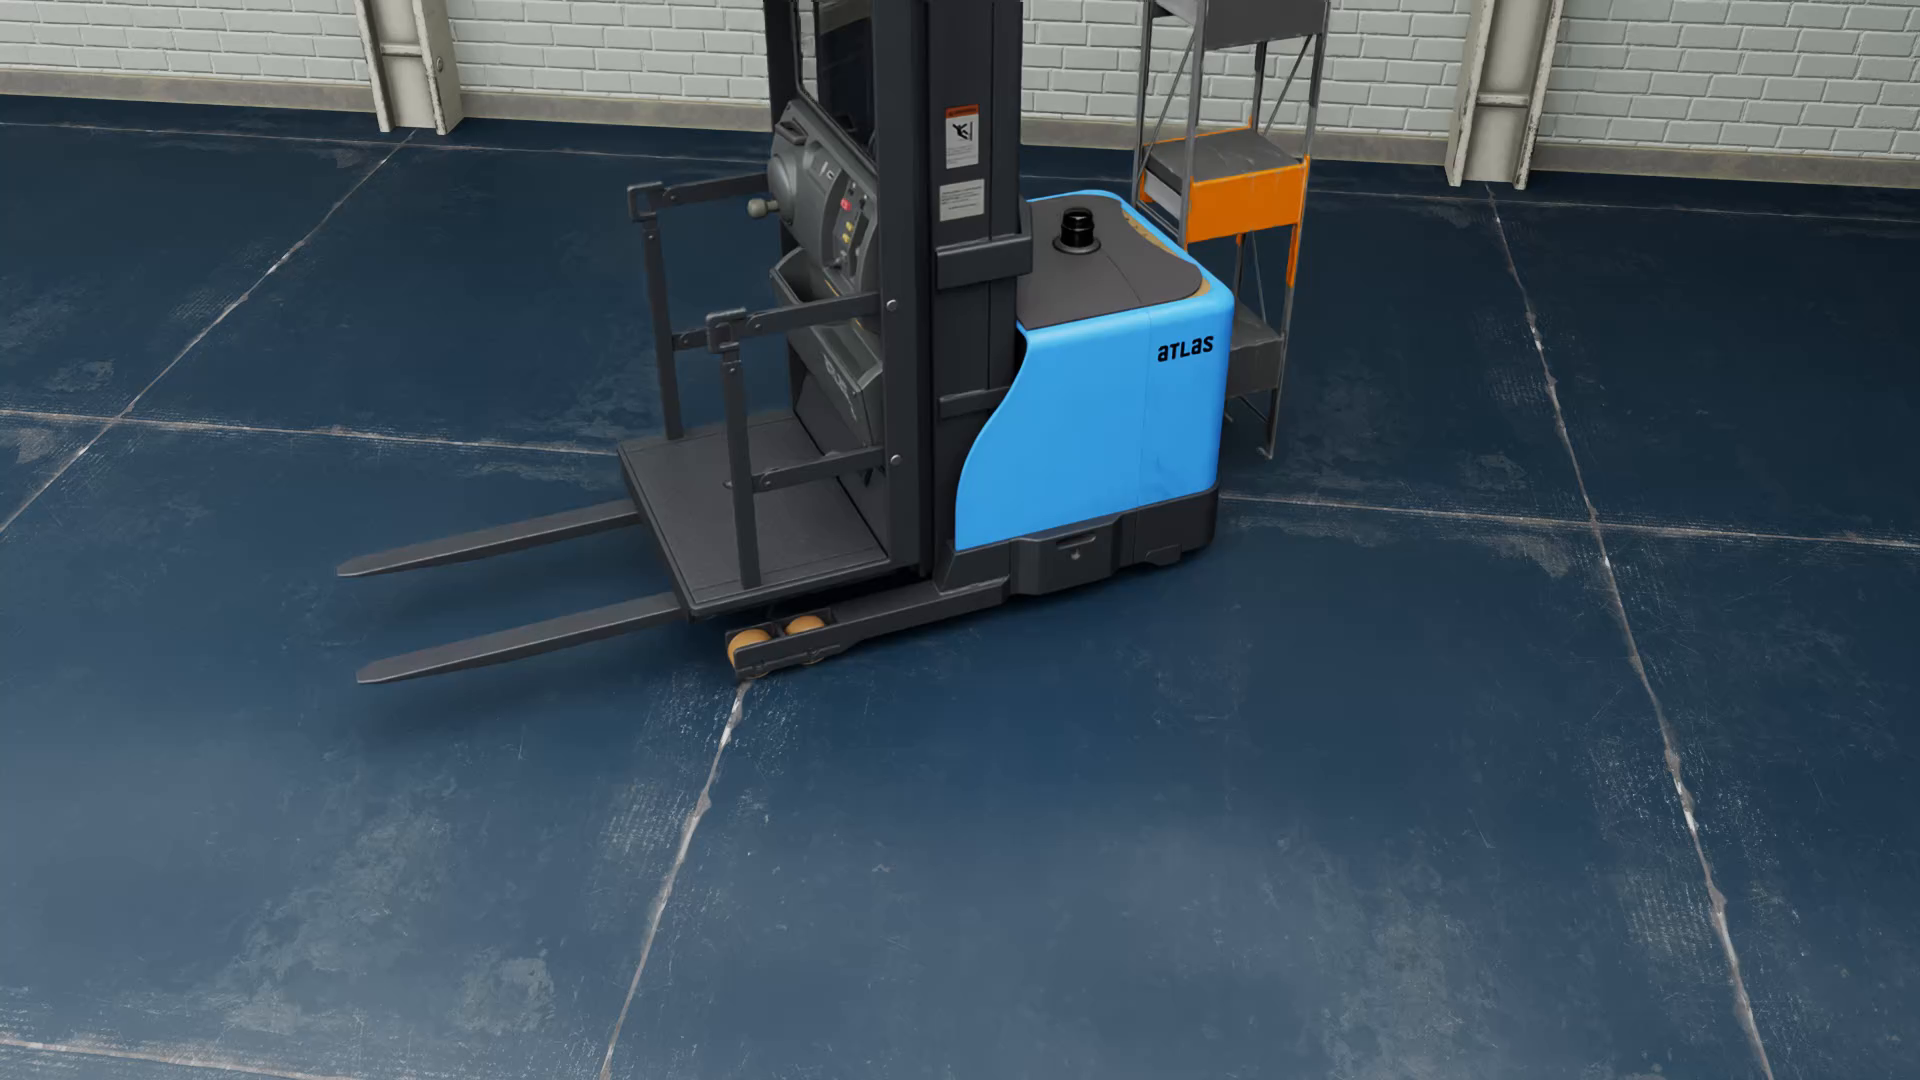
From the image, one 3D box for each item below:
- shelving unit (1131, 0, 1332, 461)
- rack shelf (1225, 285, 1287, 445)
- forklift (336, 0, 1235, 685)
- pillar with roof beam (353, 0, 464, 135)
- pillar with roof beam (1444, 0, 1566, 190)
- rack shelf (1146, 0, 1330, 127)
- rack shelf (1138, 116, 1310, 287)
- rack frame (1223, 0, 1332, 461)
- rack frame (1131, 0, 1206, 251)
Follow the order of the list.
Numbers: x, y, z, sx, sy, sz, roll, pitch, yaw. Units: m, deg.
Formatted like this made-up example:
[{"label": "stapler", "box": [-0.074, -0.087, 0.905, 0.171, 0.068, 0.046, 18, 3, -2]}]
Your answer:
[{"label": "shelving unit", "box": [0.951, -1.229, 6.165, 0.503, 2.100, 0.431, -13, 38, -18]}, {"label": "rack shelf", "box": [0.951, -0.649, 6.580, 0.480, 0.518, 0.431, -13, 38, -18]}, {"label": "forklift", "box": [-0.625, -1.075, 5.234, 3.031, 2.935, 1.130, -13, 38, -18]}, {"label": "pillar with roof beam", "box": [-3.658, -3.599, 3.546, 0.400, 9.000, 9.100, 4, 36, 6]}, {"label": "pillar with roof beam", "box": [2.293, -3.155, 2.924, 0.400, 9.000, 9.100, 4, 36, 6]}, {"label": "rack shelf", "box": [0.951, -1.788, 5.766, 0.480, 0.518, 0.431, -13, 38, -18]}, {"label": "rack shelf", "box": [0.951, -1.218, 6.173, 0.480, 0.518, 0.431, -13, 38, -18]}, {"label": "rack frame", "box": [1.176, -1.284, 6.241, 0.015, 2.100, 0.400, -13, 38, -18]}, {"label": "rack frame", "box": [0.725, -1.175, 6.089, 0.015, 2.100, 0.400, -13, 38, -18]}]
